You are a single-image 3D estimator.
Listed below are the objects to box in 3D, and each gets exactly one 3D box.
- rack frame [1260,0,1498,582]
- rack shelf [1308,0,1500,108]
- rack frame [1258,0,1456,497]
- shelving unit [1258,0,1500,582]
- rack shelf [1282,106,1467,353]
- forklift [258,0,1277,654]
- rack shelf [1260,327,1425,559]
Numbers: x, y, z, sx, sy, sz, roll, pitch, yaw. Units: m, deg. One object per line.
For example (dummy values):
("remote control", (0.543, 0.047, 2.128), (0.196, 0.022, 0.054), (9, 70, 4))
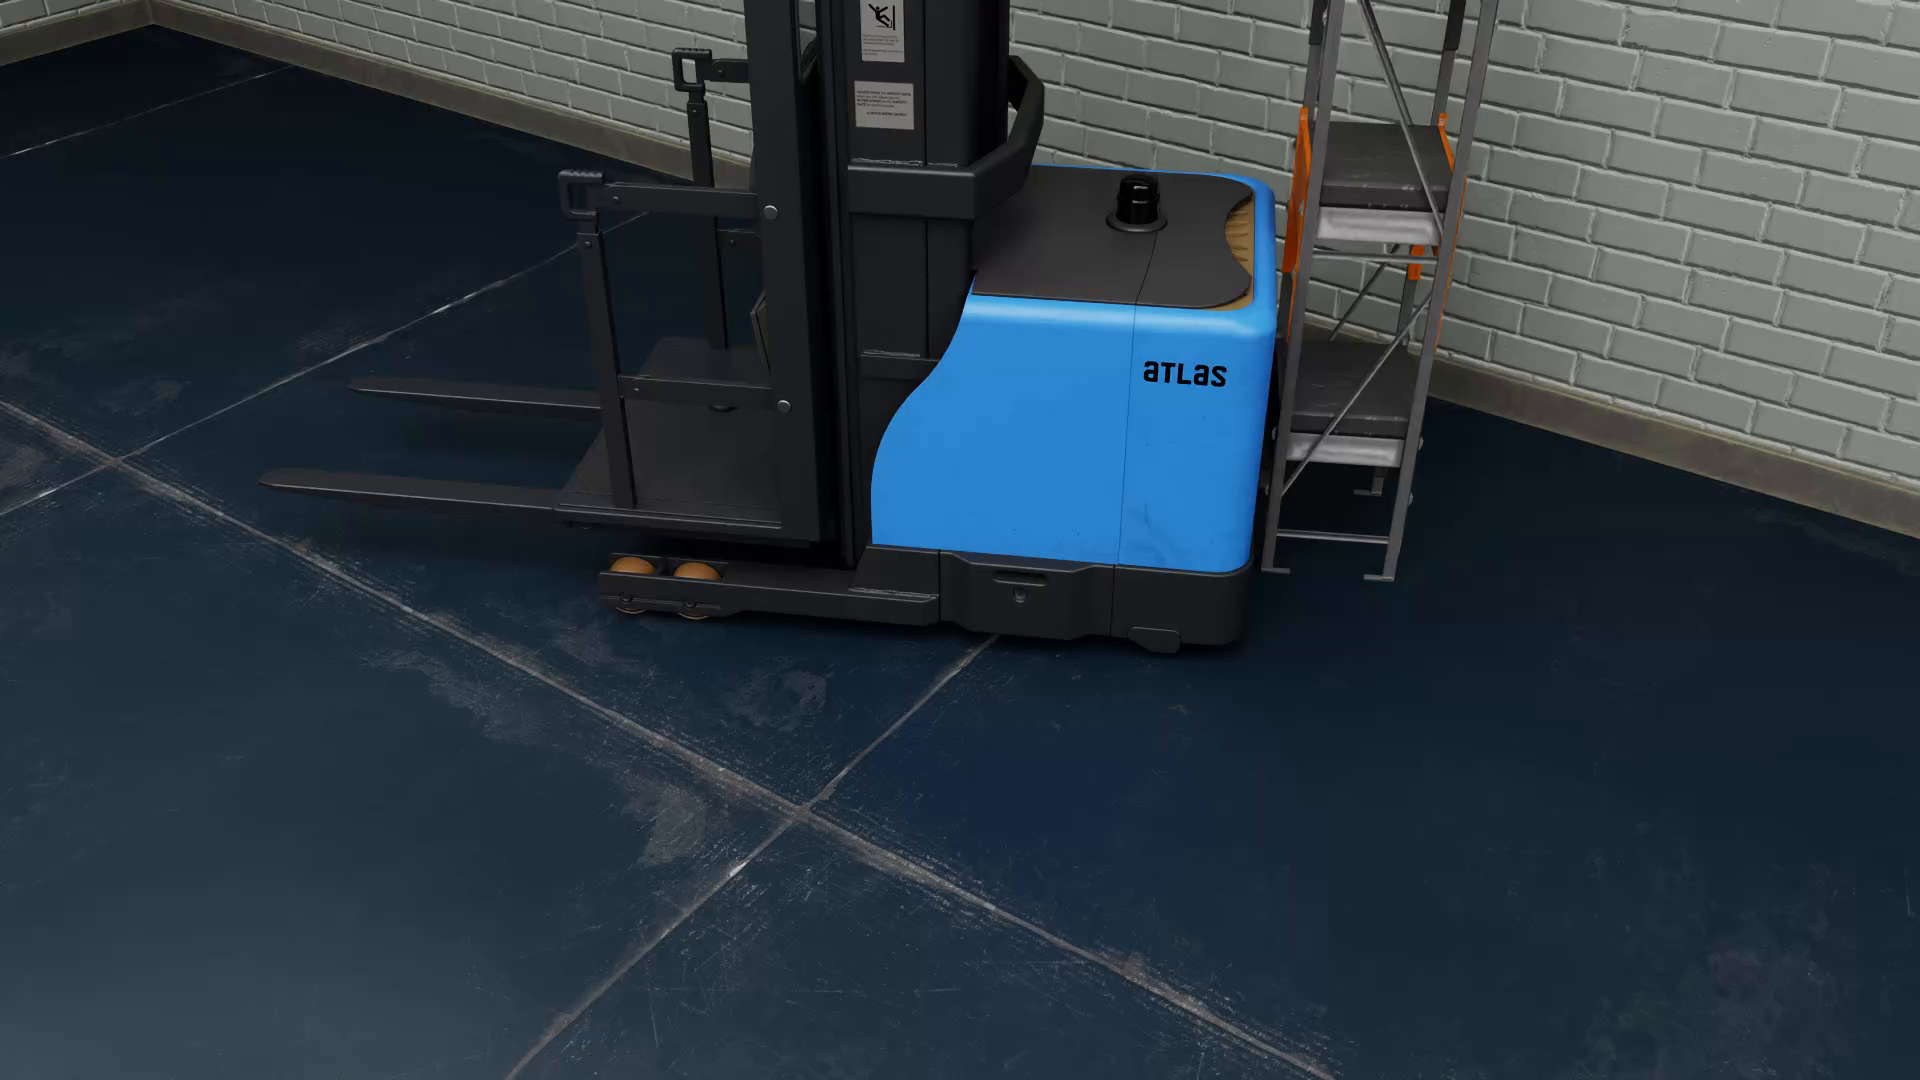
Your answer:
("rack frame", (1.121, -0.760, 4.500), (0.400, 2.100, 0.015), (4, 34, 6))
("rack shelf", (1.153, -1.464, 4.315), (0.431, 0.518, 0.480), (4, 34, 6))
("rack frame", (1.185, -1.031, 4.900), (0.400, 2.100, 0.015), (4, 34, 6))
("shelving unit", (1.153, -0.896, 4.700), (0.431, 2.100, 0.503), (4, 34, 6))
("rack shelf", (1.153, -0.884, 4.708), (0.431, 0.518, 0.480), (4, 34, 6))
("forklift", (-0.618, -1.267, 4.507), (3.031, 2.935, 1.130), (5, 34, 7))
("rack shelf", (1.153, -0.304, 5.100), (0.431, 0.518, 0.480), (4, 34, 6))
